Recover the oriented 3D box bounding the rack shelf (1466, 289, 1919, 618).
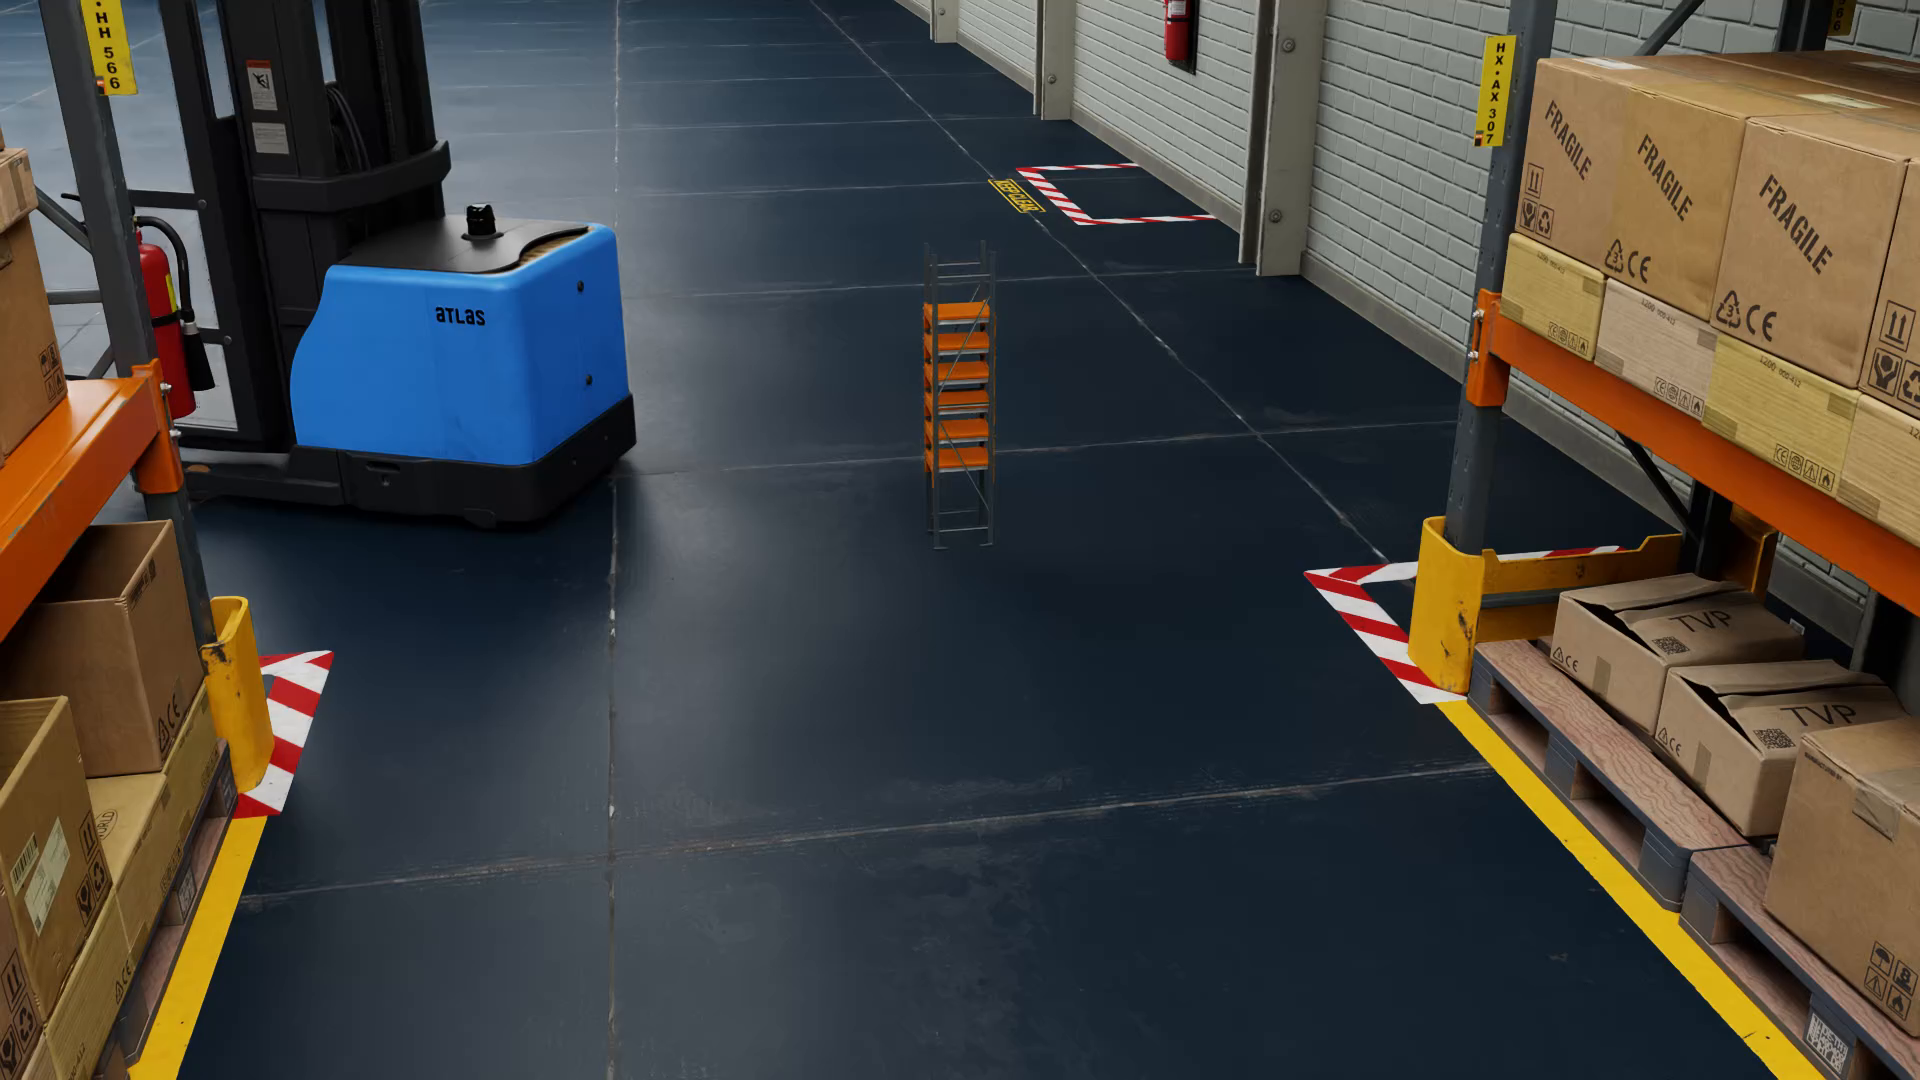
[{"bbox_3d":[2.520,0.120,3.627,1.077,0.370,4.000,-4,24,-10],"label":"rack shelf"}]

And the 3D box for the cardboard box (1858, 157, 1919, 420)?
[{"bbox_3d":[2.221,-0.470,3.303,0.500,0.500,0.500,-4,24,-8],"label":"cardboard box"}]

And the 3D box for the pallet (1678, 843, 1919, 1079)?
[{"bbox_3d":[2.502,1.112,3.939,1.003,0.211,1.213,-4,24,-10],"label":"pallet"}]

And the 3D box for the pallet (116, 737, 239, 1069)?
[{"bbox_3d":[-2.535,0.947,4.318,1.003,0.211,1.213,-4,24,-10],"label":"pallet"}]

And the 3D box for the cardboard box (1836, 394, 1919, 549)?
[{"bbox_3d":[2.218,-0.118,3.436,0.500,0.250,0.500,-4,24,-9],"label":"cardboard box"}]

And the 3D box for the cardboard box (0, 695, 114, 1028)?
[{"bbox_3d":[-2.127,0.677,3.427,0.500,0.500,0.500,-4,24,-10],"label":"cardboard box"}]

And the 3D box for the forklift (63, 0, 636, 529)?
[{"bbox_3d":[-3.049,-1.693,6.965,3.031,2.935,1.130,6,24,13],"label":"forklift"}]

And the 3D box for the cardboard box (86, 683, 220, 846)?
[{"bbox_3d":[-2.328,0.628,4.474,0.500,0.250,0.500,-4,24,-10],"label":"cardboard box"}]

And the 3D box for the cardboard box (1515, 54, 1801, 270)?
[{"bbox_3d":[1.943,-1.071,4.679,0.500,0.500,0.500,-4,24,-10],"label":"cardboard box"}]

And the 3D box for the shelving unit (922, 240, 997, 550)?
[{"bbox_3d":[-0.003,-0.556,6.523,0.258,1.200,0.189,-4,24,-10],"label":"shelving unit"}]

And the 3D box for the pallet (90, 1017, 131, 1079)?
[{"bbox_3d":[-2.313,1.426,3.221,1.003,0.211,1.213,-4,24,-10],"label":"pallet"}]

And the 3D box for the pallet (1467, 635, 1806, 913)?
[{"bbox_3d":[2.279,0.633,5.036,1.003,0.211,1.213,-4,24,-10],"label":"pallet"}]

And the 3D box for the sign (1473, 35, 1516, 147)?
[{"bbox_3d":[1.617,-1.353,5.019,0.100,0.325,0.005,-4,24,-10],"label":"sign"}]

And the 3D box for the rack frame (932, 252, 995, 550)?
[{"bbox_3d":[0.014,-0.520,6.440,0.240,1.200,0.006,-4,24,-10],"label":"rack frame"}]

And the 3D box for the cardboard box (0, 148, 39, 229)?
[{"bbox_3d":[-2.460,-0.835,3.979,0.380,0.149,0.250,-5,24,-11],"label":"cardboard box"}]

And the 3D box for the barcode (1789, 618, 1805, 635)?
[{"bbox_3d":[2.586,0.286,5.145,0.001,0.075,0.075,-4,24,-10],"label":"barcode"}]

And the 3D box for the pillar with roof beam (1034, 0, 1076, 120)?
[{"bbox_3d":[-3.320,-7.936,13.677,9.100,9.000,0.400,-4,24,-10],"label":"pillar with roof beam"}]

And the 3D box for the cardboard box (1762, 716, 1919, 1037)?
[{"bbox_3d":[2.381,0.743,3.875,0.700,0.500,0.500,-6,24,-13],"label":"cardboard box"}]

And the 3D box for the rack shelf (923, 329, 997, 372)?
[{"bbox_3d":[-0.003,-0.735,6.445,0.258,0.103,0.180,-4,24,-10],"label":"rack shelf"}]

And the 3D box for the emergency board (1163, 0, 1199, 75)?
[{"bbox_3d":[1.600,-4.120,12.436,0.194,1.169,0.643,-4,24,-10],"label":"emergency board"}]

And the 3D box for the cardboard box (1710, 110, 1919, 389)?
[{"bbox_3d":[2.114,-0.672,3.766,0.500,0.500,0.500,-5,24,-11],"label":"cardboard box"}]

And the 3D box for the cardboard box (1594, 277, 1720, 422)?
[{"bbox_3d":[2.038,-0.518,4.351,0.500,0.250,0.500,-5,24,-11],"label":"cardboard box"}]

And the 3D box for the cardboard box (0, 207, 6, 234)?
[{"bbox_3d":[-2.410,-0.732,3.744,0.380,0.149,0.250,-4,24,-8],"label":"cardboard box"}]

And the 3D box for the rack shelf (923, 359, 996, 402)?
[{"bbox_3d":[-0.003,-0.625,6.493,0.258,0.103,0.180,-4,24,-10],"label":"rack shelf"}]

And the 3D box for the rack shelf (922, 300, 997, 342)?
[{"bbox_3d":[-0.003,-0.845,6.397,0.258,0.103,0.180,-4,24,-10],"label":"rack shelf"}]

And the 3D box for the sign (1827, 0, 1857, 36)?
[{"bbox_3d":[2.699,-1.705,5.065,0.100,0.325,0.005,-4,24,-10],"label":"sign"}]

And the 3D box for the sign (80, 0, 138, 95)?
[{"bbox_3d":[-2.182,-1.302,4.241,0.100,0.325,0.005,-4,24,-10],"label":"sign"}]

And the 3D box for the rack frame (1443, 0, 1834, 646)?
[{"bbox_3d":[2.150,-0.997,5.284,1.000,3.000,0.127,-4,24,-10],"label":"rack frame"}]

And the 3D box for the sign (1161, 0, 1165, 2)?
[{"bbox_3d":[1.600,-4.362,12.944,0.001,0.329,0.234,-4,24,-10],"label":"sign"}]

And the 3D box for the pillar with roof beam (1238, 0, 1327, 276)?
[{"bbox_3d":[-2.211,-5.576,8.273,9.100,9.000,0.400,-4,24,-10],"label":"pillar with roof beam"}]

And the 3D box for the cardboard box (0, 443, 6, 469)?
[{"bbox_3d":[-2.542,-0.283,3.526,0.700,0.500,0.500,-4,24,-8],"label":"cardboard box"}]

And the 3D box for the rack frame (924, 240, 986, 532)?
[{"bbox_3d":[-0.020,-0.592,6.605,0.240,1.200,0.006,-4,24,-10],"label":"rack frame"}]

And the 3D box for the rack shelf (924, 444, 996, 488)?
[{"bbox_3d":[-0.003,-0.295,6.637,0.258,0.103,0.180,-4,24,-10],"label":"rack shelf"}]

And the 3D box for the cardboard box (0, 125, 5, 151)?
[{"bbox_3d":[-2.634,-1.063,3.691,0.700,0.500,0.500,-4,24,-10],"label":"cardboard box"}]

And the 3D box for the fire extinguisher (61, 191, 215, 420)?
[{"bbox_3d":[-2.283,-0.674,4.642,0.296,0.674,0.183,-4,24,-10],"label":"fire extinguisher"}]

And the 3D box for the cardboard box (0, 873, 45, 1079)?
[{"bbox_3d":[-2.036,0.873,2.976,0.500,0.500,0.500,-4,24,-10],"label":"cardboard box"}]

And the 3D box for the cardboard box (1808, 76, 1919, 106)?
[{"bbox_3d":[2.529,-0.912,4.316,0.500,0.500,0.500,-4,24,-9],"label":"cardboard box"}]

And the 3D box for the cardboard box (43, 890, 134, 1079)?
[{"bbox_3d":[-2.130,1.021,3.576,0.500,0.250,0.500,-4,24,-10],"label":"cardboard box"}]

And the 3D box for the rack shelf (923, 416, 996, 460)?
[{"bbox_3d":[-0.003,-0.405,6.589,0.258,0.103,0.180,-4,24,-10],"label":"rack shelf"}]

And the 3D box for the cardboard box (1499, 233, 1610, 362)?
[{"bbox_3d":[1.928,-0.721,4.817,0.500,0.250,0.500,-5,24,-11],"label":"cardboard box"}]

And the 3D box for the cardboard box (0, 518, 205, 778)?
[{"bbox_3d":[-2.326,0.284,4.325,0.500,0.500,0.500,-4,24,-10],"label":"cardboard box"}]

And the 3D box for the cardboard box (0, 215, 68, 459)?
[{"bbox_3d":[-2.644,-0.490,3.998,0.700,0.500,0.500,-4,24,-10],"label":"cardboard box"}]

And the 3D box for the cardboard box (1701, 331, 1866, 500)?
[{"bbox_3d":[2.126,-0.317,3.892,0.500,0.250,0.500,-5,24,-11],"label":"cardboard box"}]

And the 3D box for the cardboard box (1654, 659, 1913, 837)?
[{"bbox_3d":[2.295,0.537,4.582,0.500,0.311,0.500,-2,24,-5],"label":"cardboard box"}]

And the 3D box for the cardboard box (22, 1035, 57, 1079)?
[{"bbox_3d":[-2.039,1.217,3.126,0.500,0.250,0.500,-4,24,-10],"label":"cardboard box"}]

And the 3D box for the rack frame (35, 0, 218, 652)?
[{"bbox_3d":[-2.718,-0.628,4.441,1.000,3.000,0.127,-4,24,-10],"label":"rack frame"}]

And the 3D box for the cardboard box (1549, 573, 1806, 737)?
[{"bbox_3d":[2.189,0.313,5.096,0.500,0.311,0.500,-7,25,-16],"label":"cardboard box"}]

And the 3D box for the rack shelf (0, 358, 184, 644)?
[{"bbox_3d":[-2.348,0.488,2.784,1.077,0.370,4.000,-4,24,-10],"label":"rack shelf"}]

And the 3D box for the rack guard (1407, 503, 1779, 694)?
[{"bbox_3d":[2.164,0.179,5.716,1.175,0.500,0.348,-4,24,-10],"label":"rack guard"}]

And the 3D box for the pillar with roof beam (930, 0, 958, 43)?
[{"bbox_3d":[-4.430,-10.296,19.081,9.100,9.000,0.400,-4,24,-10],"label":"pillar with roof beam"}]

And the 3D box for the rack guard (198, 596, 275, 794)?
[{"bbox_3d":[-2.722,0.508,4.963,1.175,0.500,0.348,-4,24,-10],"label":"rack guard"}]

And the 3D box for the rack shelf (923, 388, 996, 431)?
[{"bbox_3d":[-0.003,-0.515,6.541,0.258,0.103,0.180,-4,24,-10],"label":"rack shelf"}]

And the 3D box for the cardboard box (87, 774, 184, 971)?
[{"bbox_3d":[-2.224,0.824,4.026,0.500,0.250,0.500,-4,24,-10],"label":"cardboard box"}]

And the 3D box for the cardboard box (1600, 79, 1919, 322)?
[{"bbox_3d":[2.024,-0.875,4.232,0.500,0.500,0.500,-4,24,-10],"label":"cardboard box"}]

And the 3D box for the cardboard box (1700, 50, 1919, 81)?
[{"bbox_3d":[2.446,-1.111,4.771,0.500,0.500,0.500,-5,24,-10],"label":"cardboard box"}]
